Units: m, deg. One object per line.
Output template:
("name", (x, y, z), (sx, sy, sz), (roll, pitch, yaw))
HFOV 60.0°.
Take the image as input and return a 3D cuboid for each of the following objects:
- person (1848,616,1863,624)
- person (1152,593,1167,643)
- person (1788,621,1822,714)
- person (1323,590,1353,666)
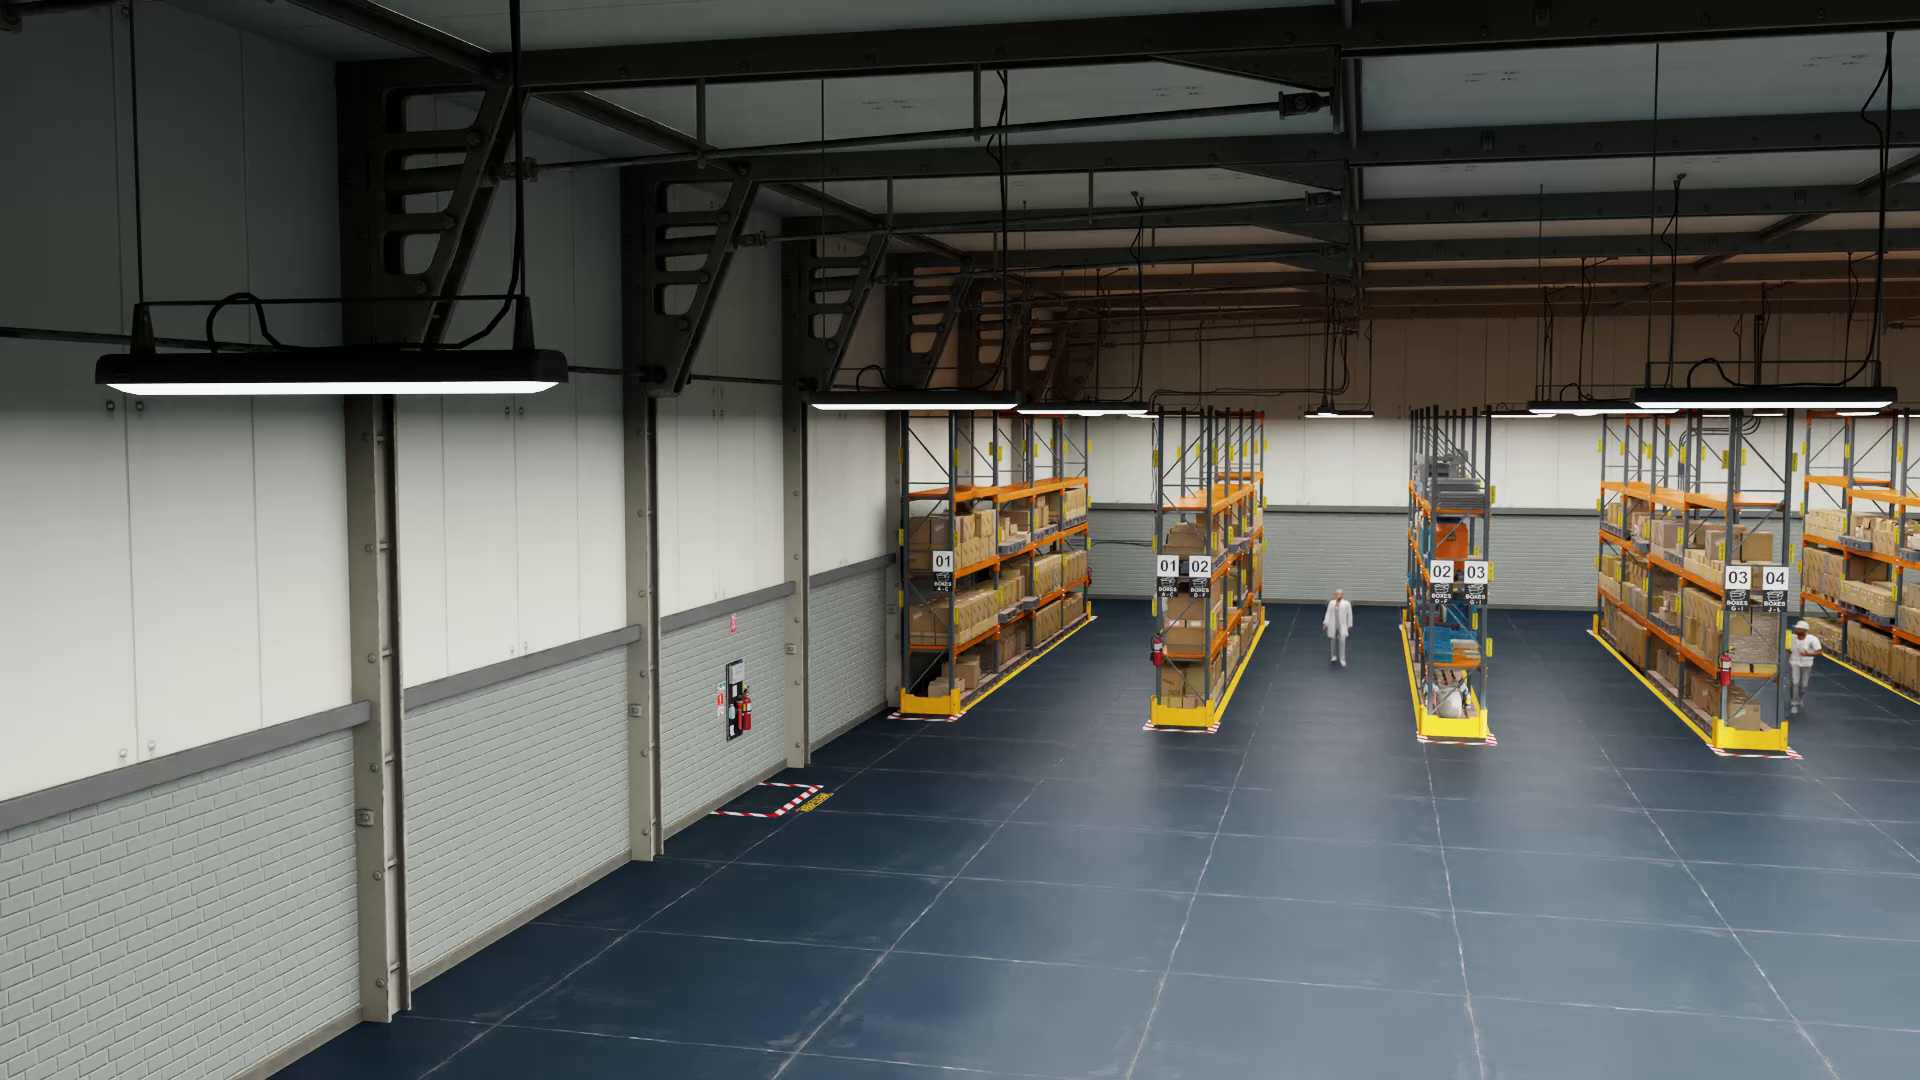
("person", (23.622, 1.746, 44.045), (0.816, 1.610, 0.544), (1, 4, 15))
("person", (5.195, 1.835, 42.695), (0.486, 1.644, 0.935), (1, 4, 18))
("person", (16.646, 2.494, 32.796), (0.546, 1.806, 0.844), (1, 4, 17))
("person", (8.879, 2.033, 39.076), (0.675, 1.727, 1.048), (1, 4, 11))
